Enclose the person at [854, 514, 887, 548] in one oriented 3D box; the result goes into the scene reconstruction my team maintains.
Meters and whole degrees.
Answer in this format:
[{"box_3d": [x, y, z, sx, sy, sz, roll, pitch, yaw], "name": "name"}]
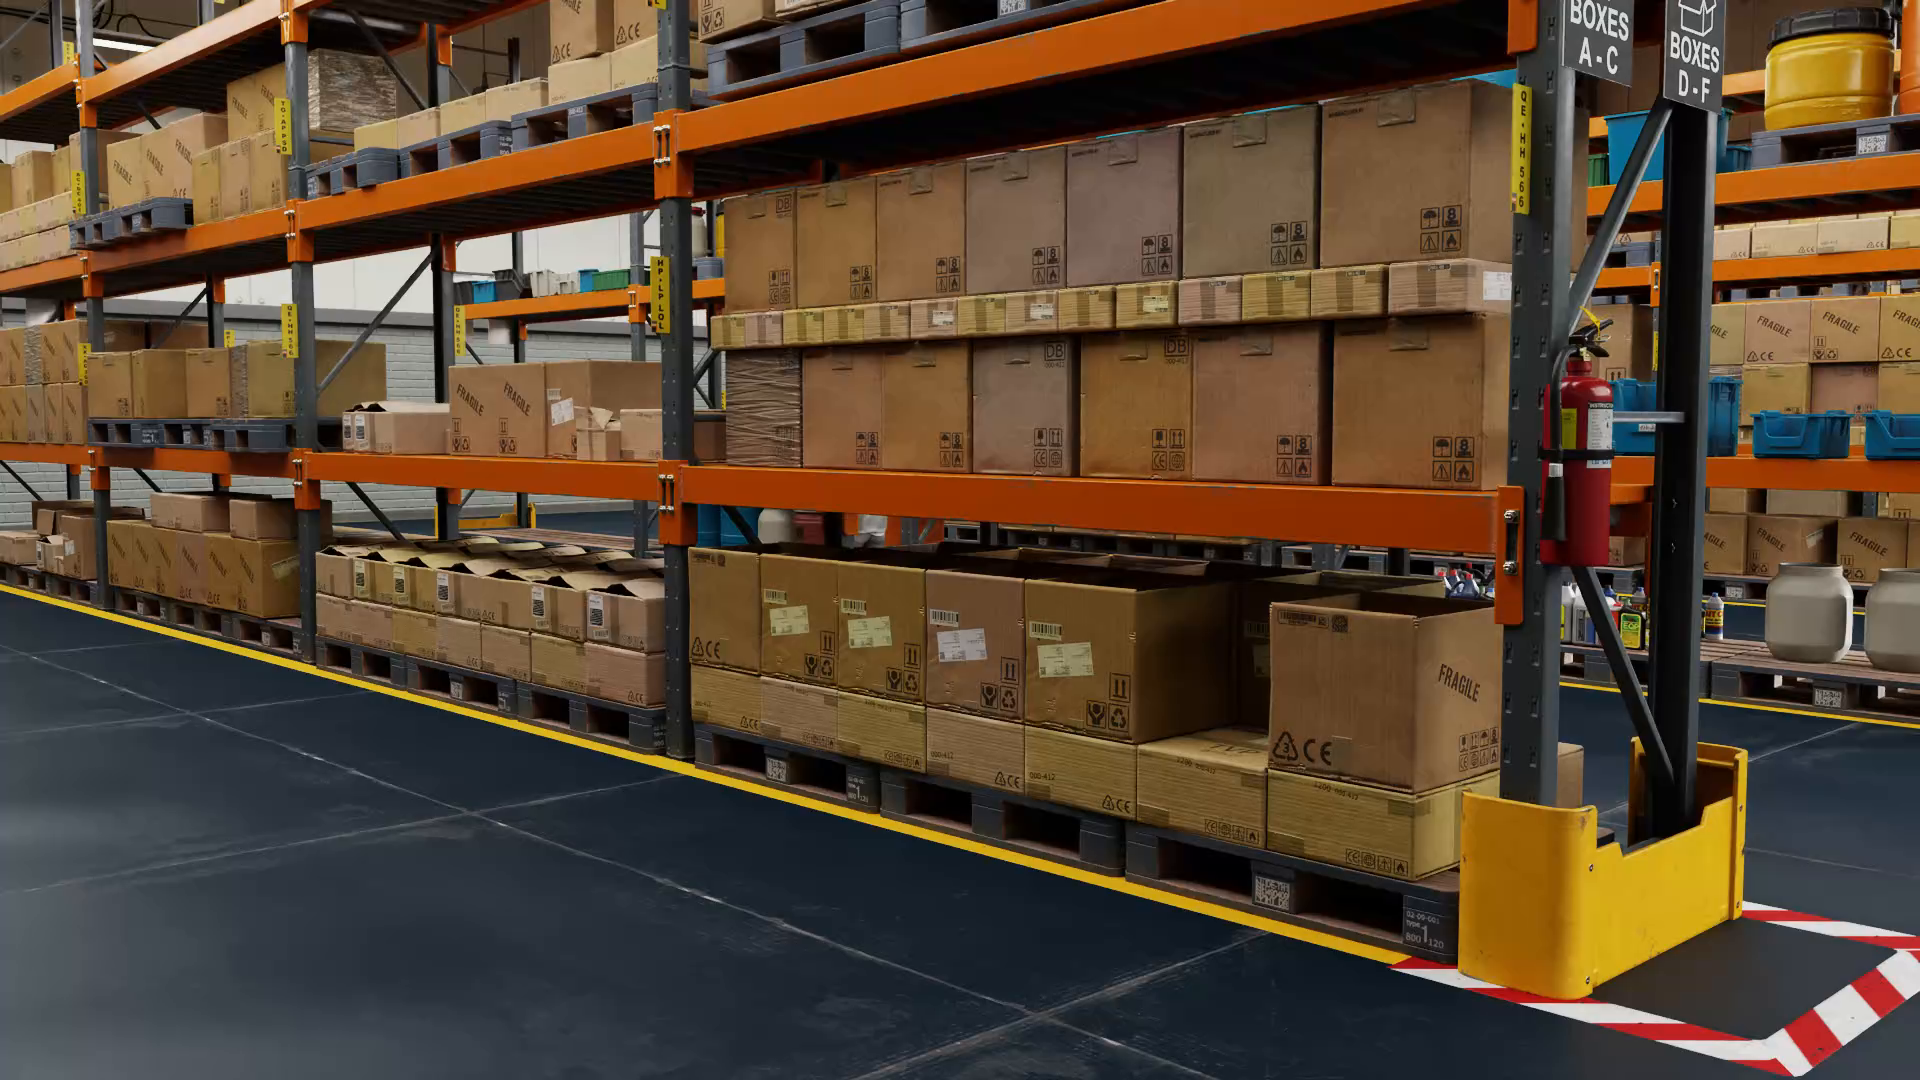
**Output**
[{"box_3d": [-0.648, -0.059, 10.591, 0.464, 1.593, 0.347, -4, 6, -44], "name": "person"}]
